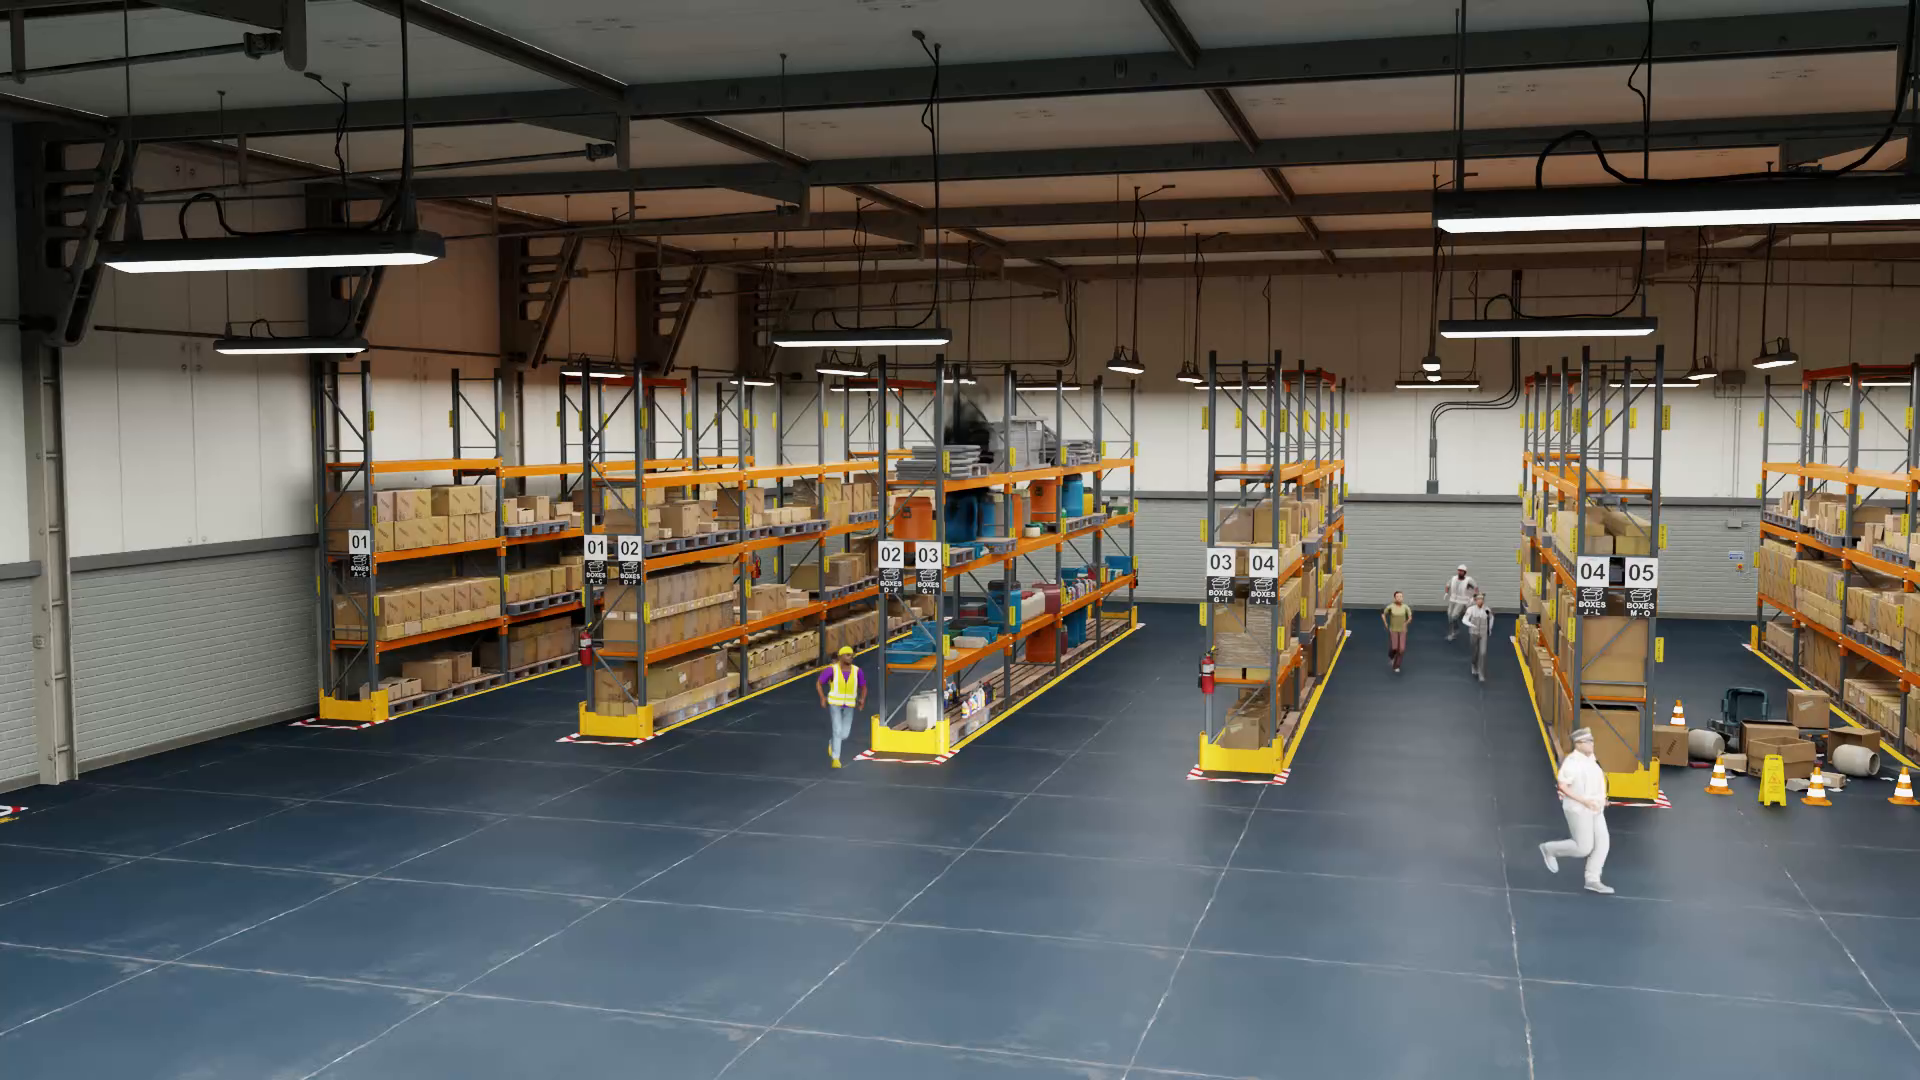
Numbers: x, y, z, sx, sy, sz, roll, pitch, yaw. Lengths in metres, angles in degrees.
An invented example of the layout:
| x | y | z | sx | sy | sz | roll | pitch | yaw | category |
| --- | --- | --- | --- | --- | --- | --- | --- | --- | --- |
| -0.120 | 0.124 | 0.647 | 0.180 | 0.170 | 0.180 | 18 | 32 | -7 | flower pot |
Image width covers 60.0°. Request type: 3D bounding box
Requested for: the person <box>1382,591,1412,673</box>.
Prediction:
| x | y | z | sx | sy | sz | roll | pitch | yaw | category |
| --- | --- | --- | --- | --- | --- | --- | --- | --- | --- |
| 8.709 | 1.827 | 33.073 | 0.575 | 1.627 | 0.540 | 0 | 4 | 6 | person |

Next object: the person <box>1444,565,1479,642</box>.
| x | y | z | sx | sy | sz | roll | pitch | yaw | category |
| --- | --- | --- | --- | --- | --- | --- | --- | --- | --- |
| 11.333 | 1.443 | 37.769 | 0.647 | 1.764 | 0.746 | -4 | 5 | -42 | person |

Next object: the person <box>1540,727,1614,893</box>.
| x | y | z | sx | sy | sz | roll | pitch | yaw | category |
| --- | --- | --- | --- | --- | --- | --- | --- | --- | --- |
| 6.652 | 2.859 | 17.796 | 0.663 | 1.746 | 0.798 | -3 | 5 | -40 | person |

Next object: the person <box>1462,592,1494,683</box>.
| x | y | z | sx | sy | sz | roll | pitch | yaw | category |
| --- | --- | --- | --- | --- | --- | --- | --- | --- | --- |
| 10.053 | 1.851 | 32.263 | 0.608 | 1.714 | 0.865 | 1 | 4 | 14 | person |

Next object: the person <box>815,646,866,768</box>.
| x | y | z | sx | sy | sz | roll | pitch | yaw | category |
| --- | --- | --- | --- | --- | --- | --- | --- | --- | --- |
| -1.720 | 2.415 | 24.301 | 0.756 | 1.728 | 0.620 | -2 | 4 | -21 | person |
